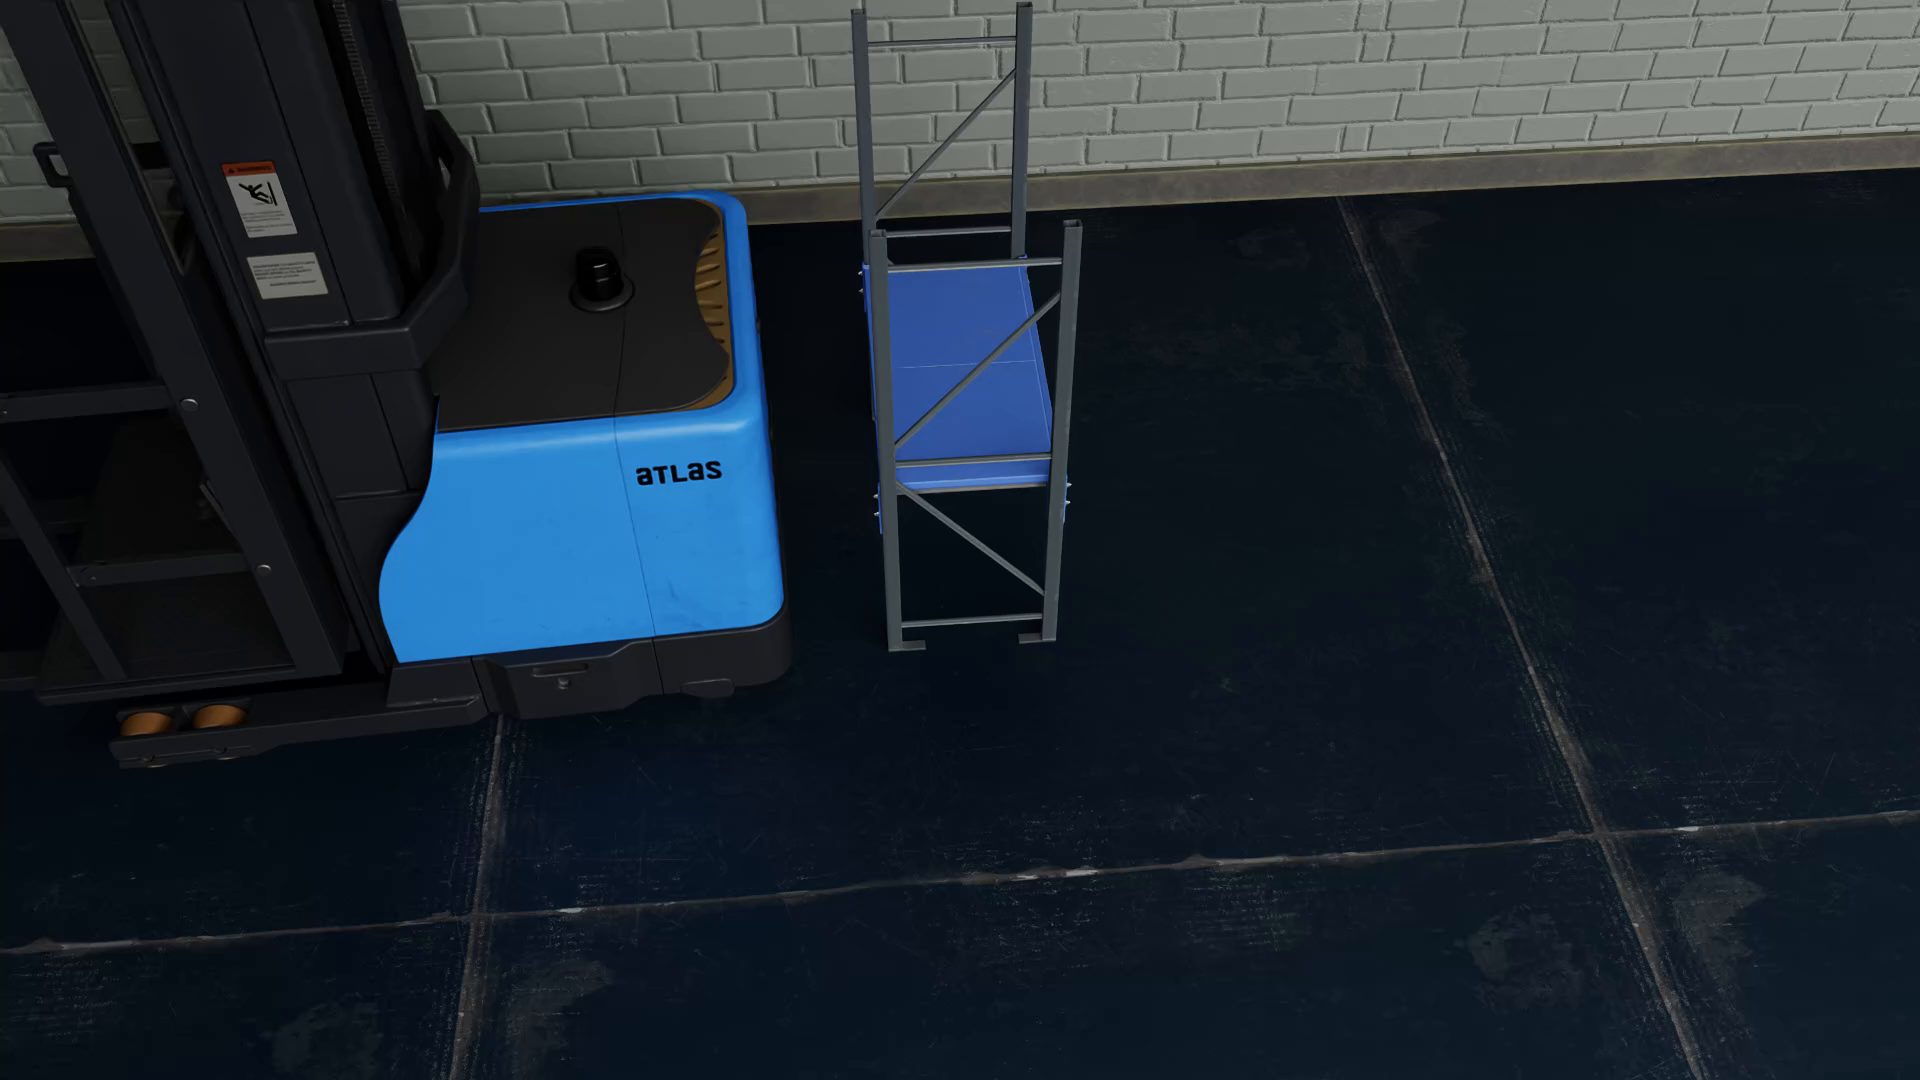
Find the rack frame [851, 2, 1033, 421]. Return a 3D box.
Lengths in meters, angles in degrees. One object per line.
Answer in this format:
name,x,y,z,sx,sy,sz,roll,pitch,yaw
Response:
rack frame,-0.050,-0.945,5.112,0.500,1.500,0.032,-3,47,-3

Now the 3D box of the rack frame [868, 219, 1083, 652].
rack frame,0.035,-0.210,4.416,0.500,1.500,0.032,-3,47,-3

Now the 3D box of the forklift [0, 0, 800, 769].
forklift,-2.023,-0.785,3.975,3.031,2.935,1.130,-6,47,-5

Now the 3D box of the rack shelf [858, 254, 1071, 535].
rack shelf,-0.007,-0.454,4.895,0.538,0.185,1.000,-3,47,-3

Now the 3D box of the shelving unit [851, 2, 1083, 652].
shelving unit,-0.007,-0.577,4.764,0.538,1.500,1.048,-3,47,-3
